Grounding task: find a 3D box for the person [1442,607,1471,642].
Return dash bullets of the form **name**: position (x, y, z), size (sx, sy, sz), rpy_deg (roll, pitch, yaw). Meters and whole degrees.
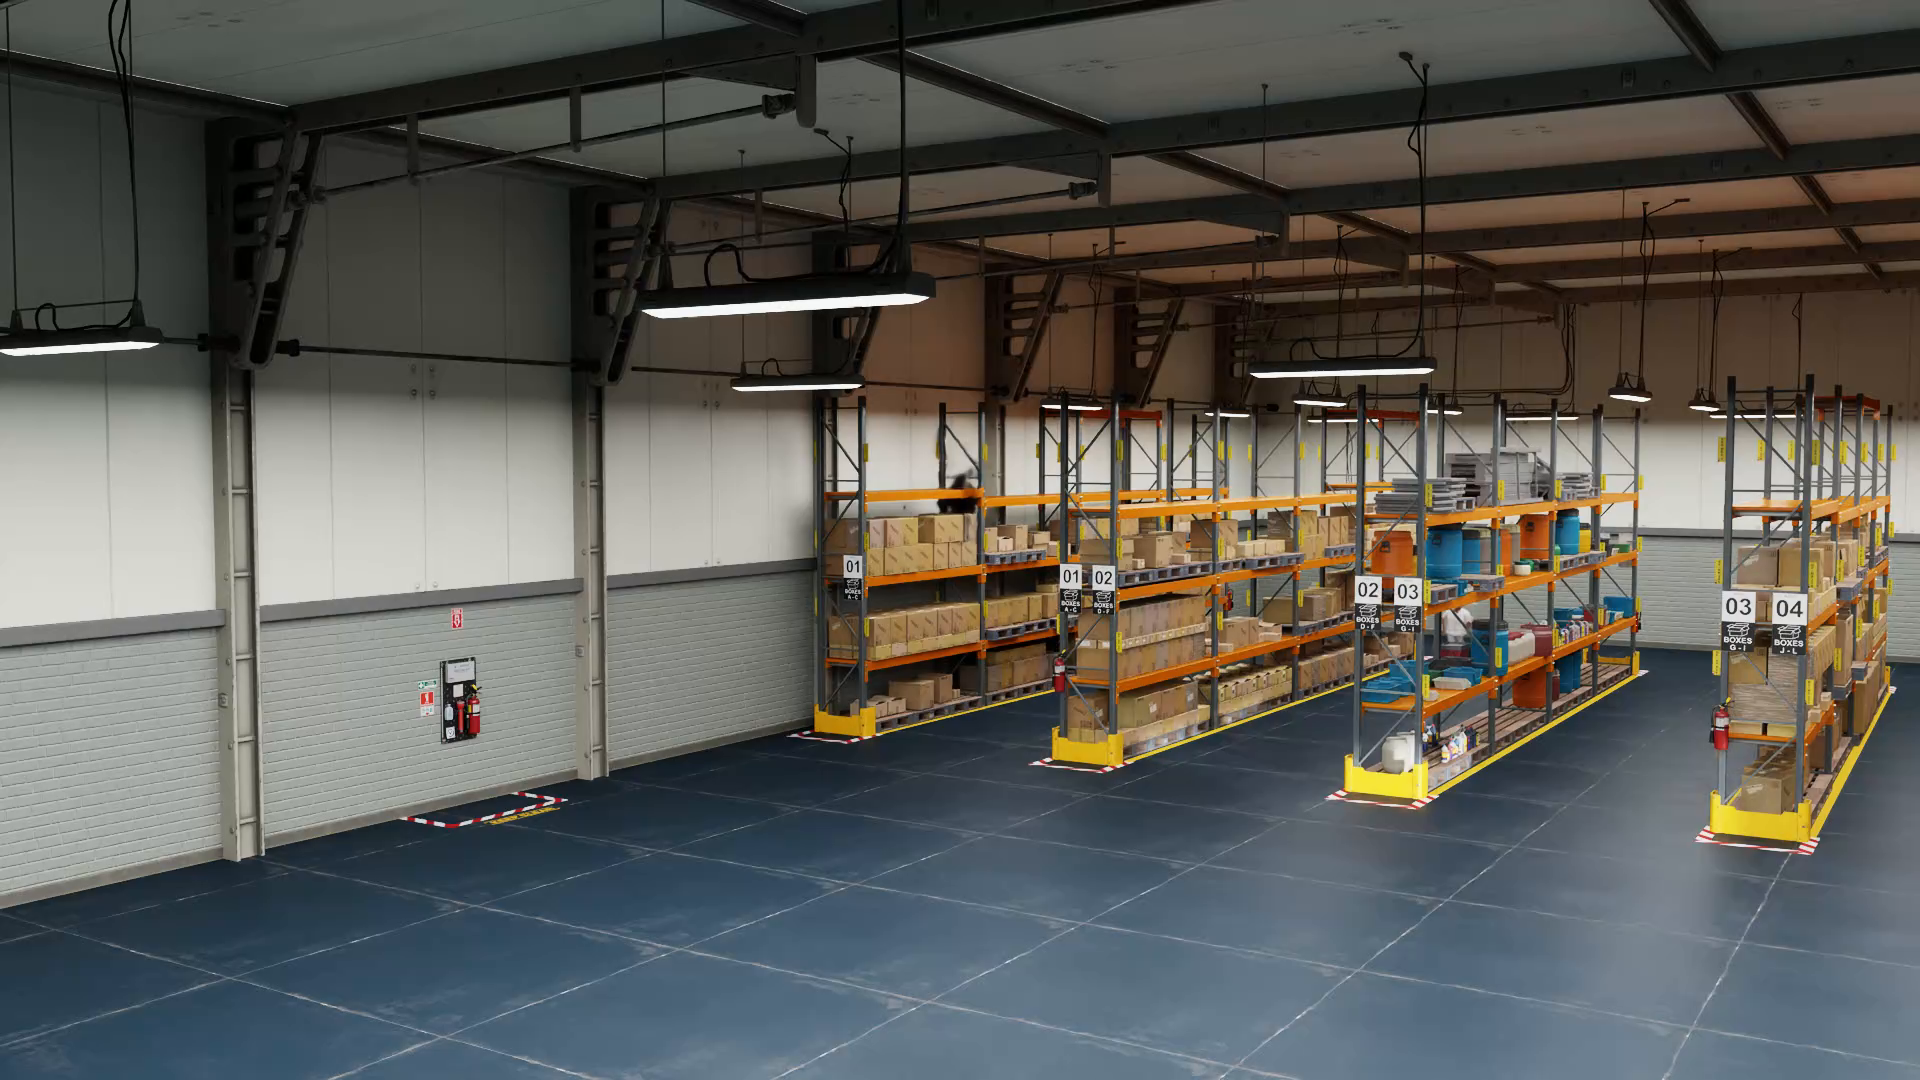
- **person**: position (11.156, 2.166, 37.429), size (0.672, 1.826, 0.766), rpy_deg (1, 3, 16)
